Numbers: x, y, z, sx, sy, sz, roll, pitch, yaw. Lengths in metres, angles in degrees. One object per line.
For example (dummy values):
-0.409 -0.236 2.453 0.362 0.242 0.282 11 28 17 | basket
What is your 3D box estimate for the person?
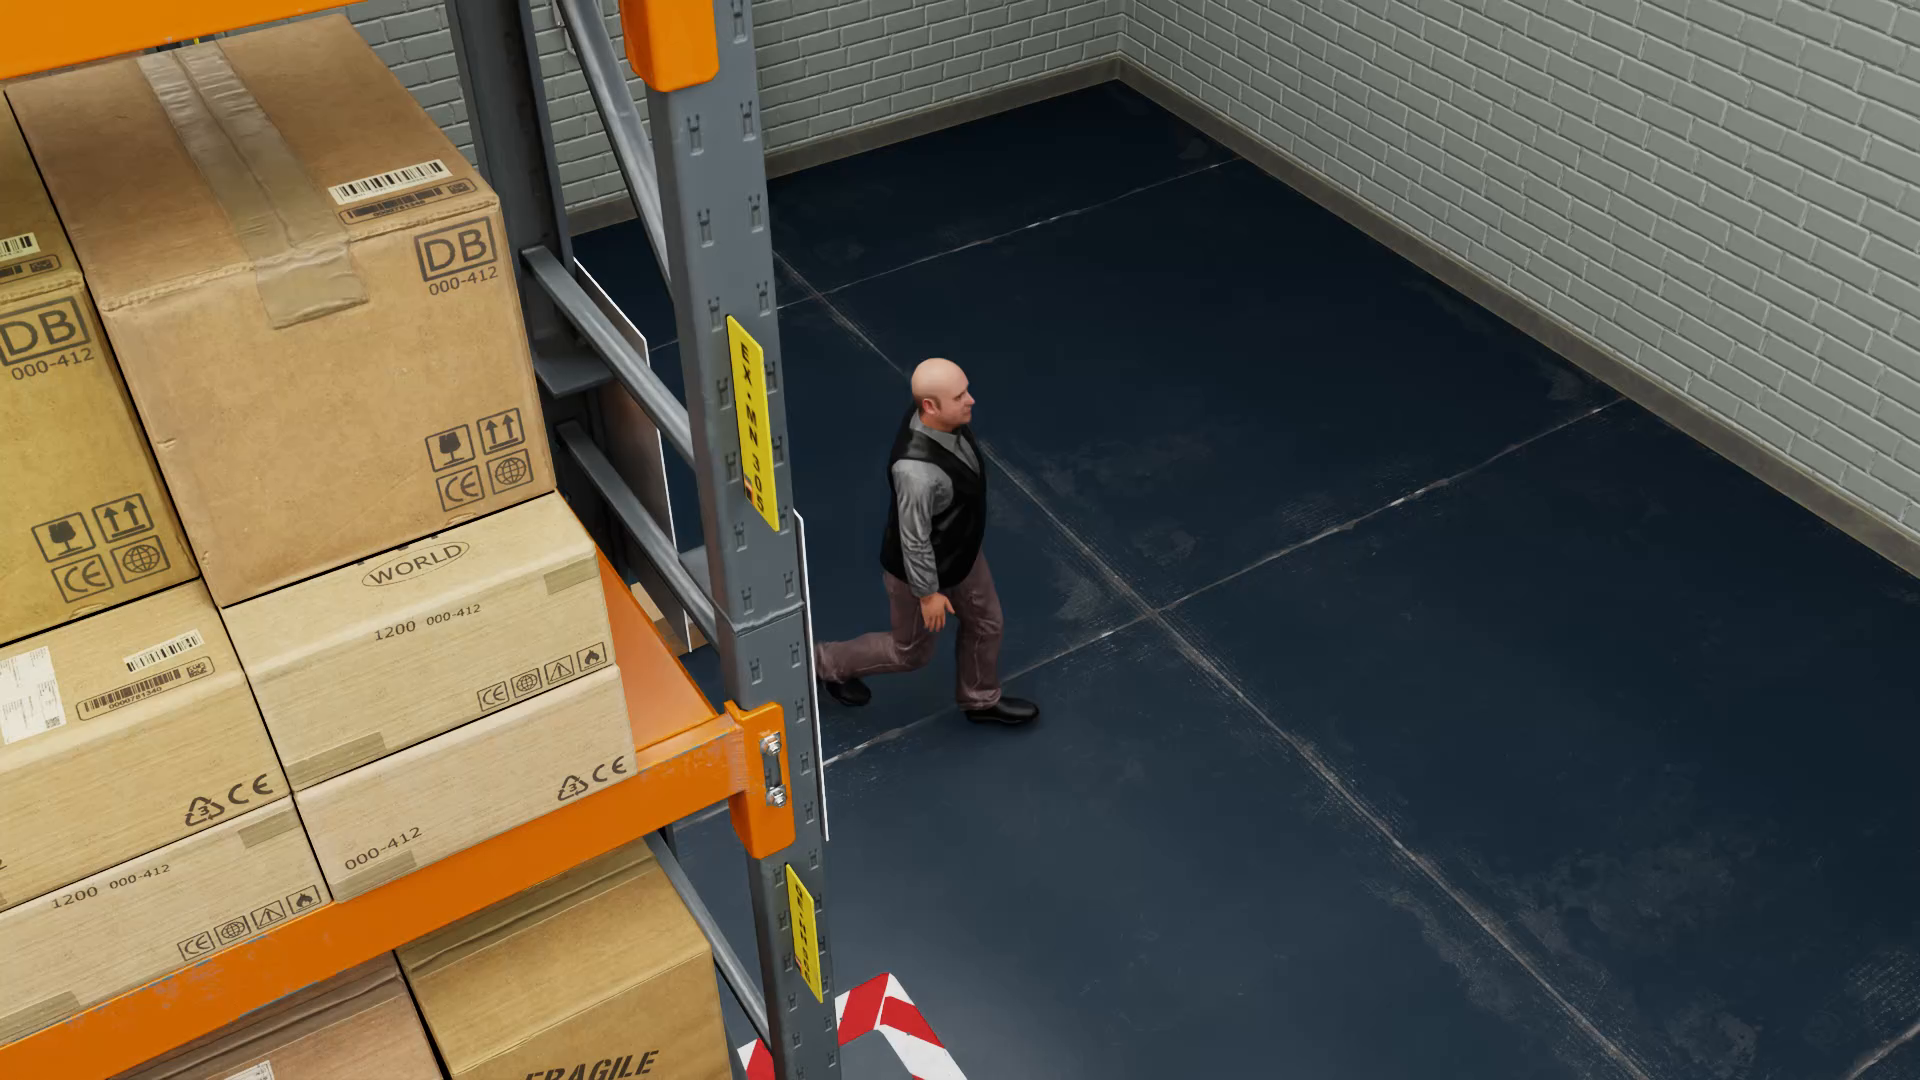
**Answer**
-0.154 0.059 6.106 0.921 1.692 0.552 10 42 11 | person
